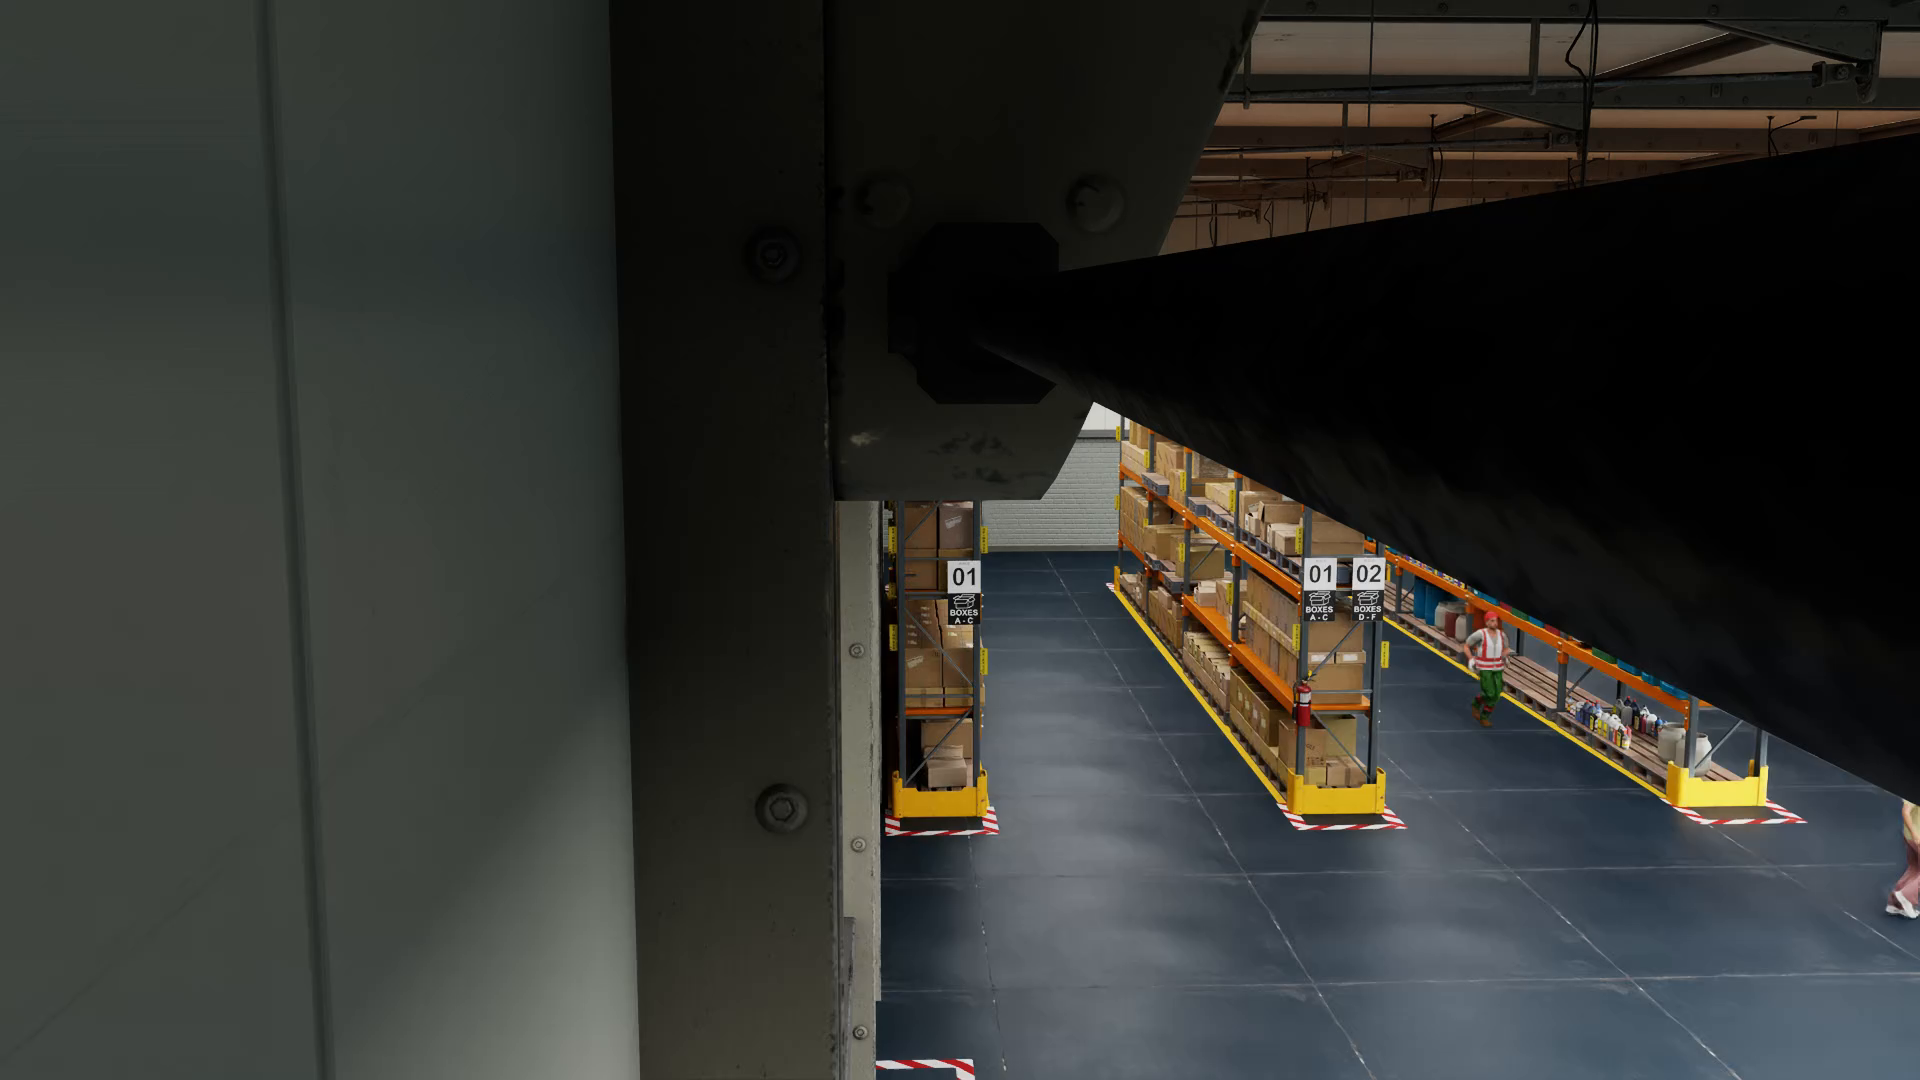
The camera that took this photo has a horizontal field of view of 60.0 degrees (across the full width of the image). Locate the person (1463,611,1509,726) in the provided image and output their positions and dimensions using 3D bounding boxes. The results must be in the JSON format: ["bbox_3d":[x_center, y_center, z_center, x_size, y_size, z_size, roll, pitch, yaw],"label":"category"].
[{"bbox_3d":[7.874,1.925,24.665,0.651,1.740,0.583,-2,8,-12],"label":"person"}]

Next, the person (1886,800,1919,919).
[{"bbox_3d":[9.878,3.075,17.064,0.564,1.641,0.587,3,9,22],"label":"person"}]
